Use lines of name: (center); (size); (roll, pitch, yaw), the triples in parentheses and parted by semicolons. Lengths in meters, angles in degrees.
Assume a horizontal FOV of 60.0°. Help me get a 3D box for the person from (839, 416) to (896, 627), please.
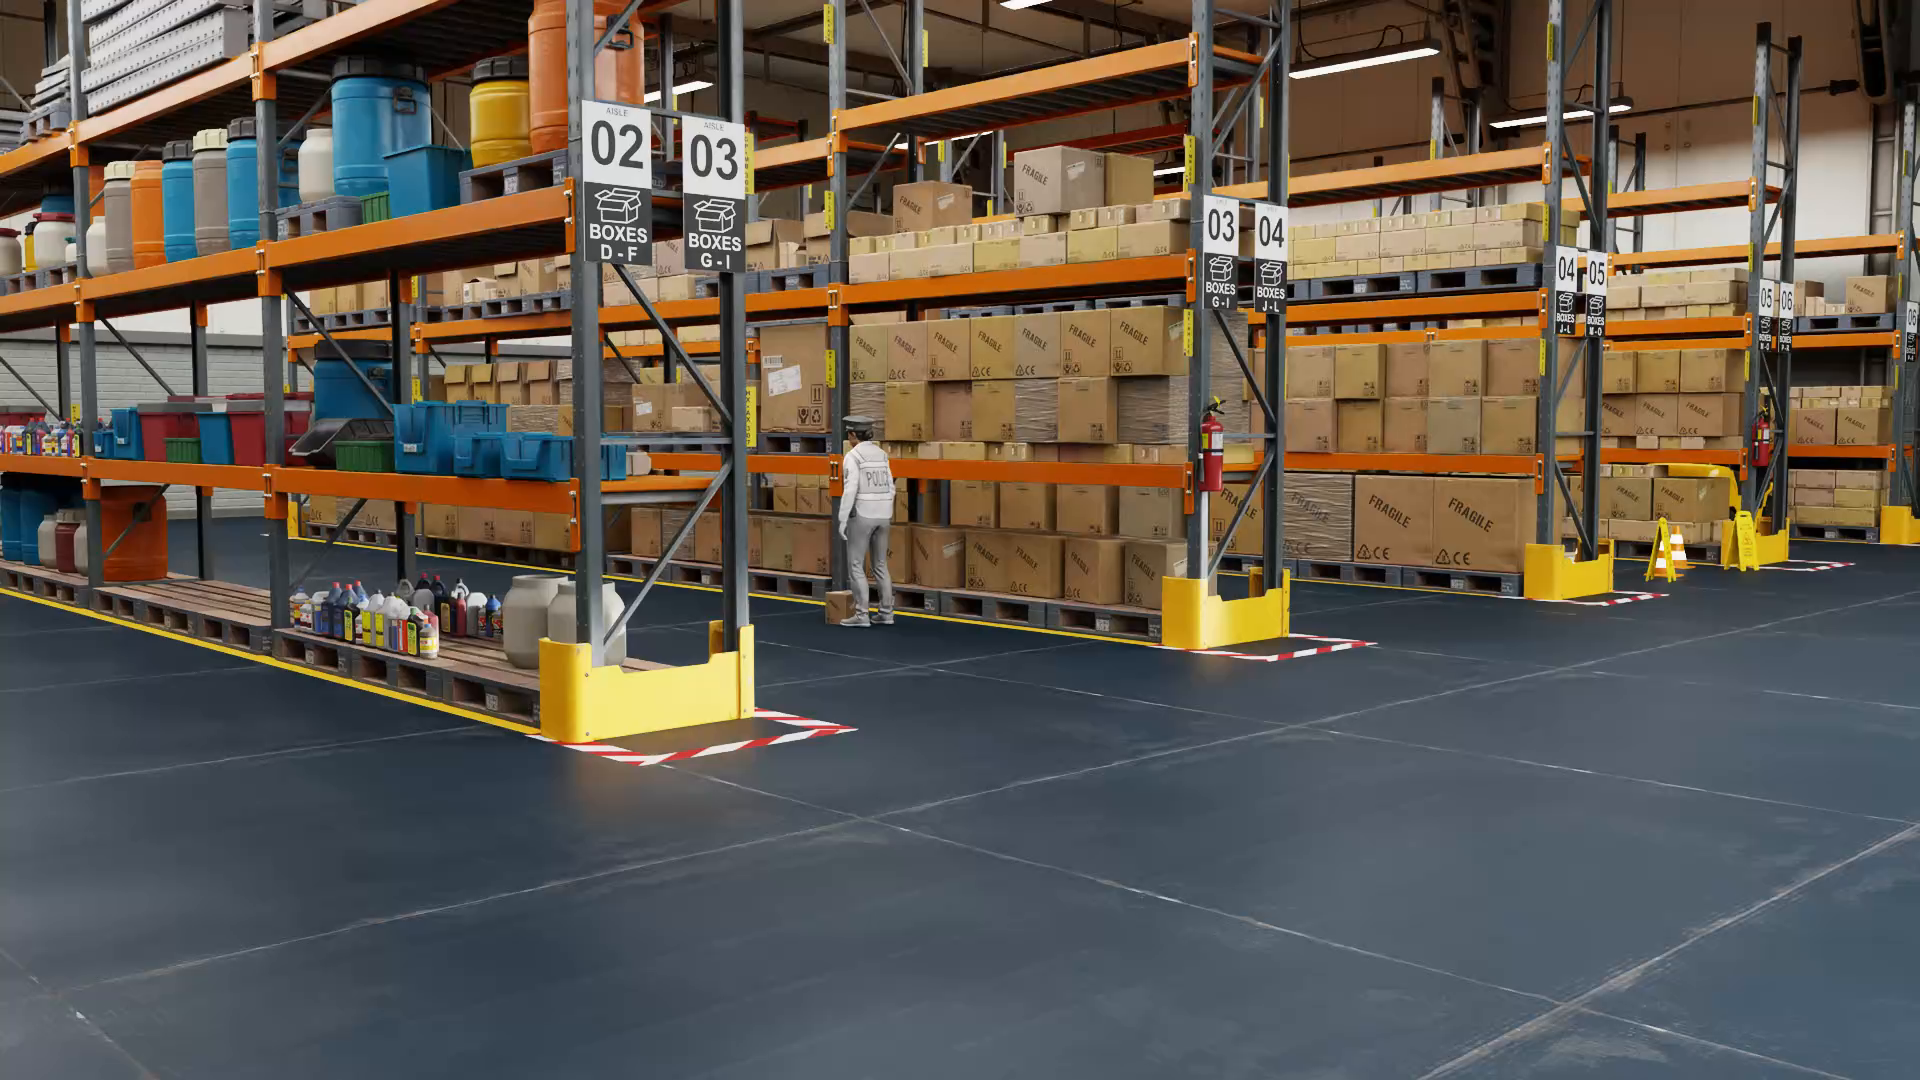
person: (-0.734, -0.148, 13.117); (0.378, 1.663, 0.525); (4, 6, 45)
